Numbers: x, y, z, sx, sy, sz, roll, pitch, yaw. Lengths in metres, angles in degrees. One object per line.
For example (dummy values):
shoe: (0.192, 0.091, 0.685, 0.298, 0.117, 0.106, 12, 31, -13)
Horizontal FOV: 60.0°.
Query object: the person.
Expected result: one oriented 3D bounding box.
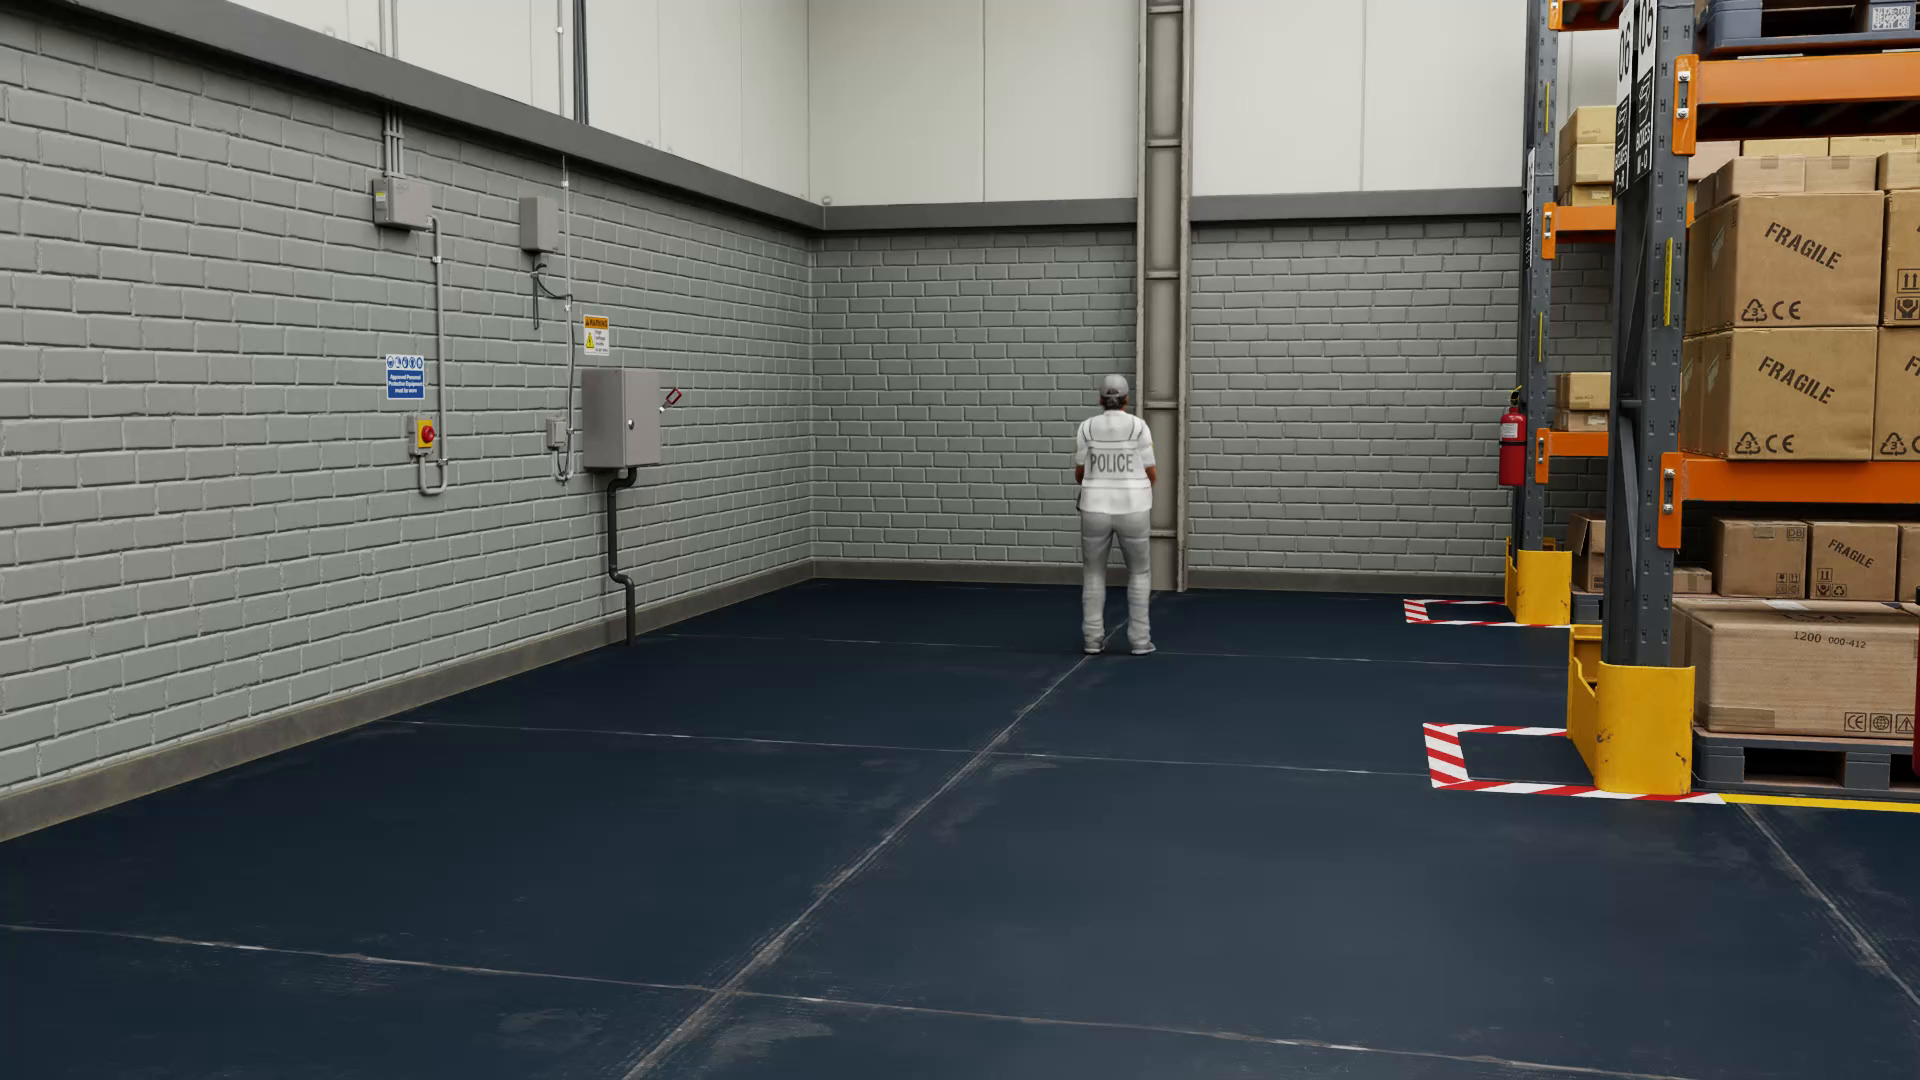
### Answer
person: (0.936, -0.153, 9.986, 0.487, 1.670, 0.503, 1, 5, 13)
